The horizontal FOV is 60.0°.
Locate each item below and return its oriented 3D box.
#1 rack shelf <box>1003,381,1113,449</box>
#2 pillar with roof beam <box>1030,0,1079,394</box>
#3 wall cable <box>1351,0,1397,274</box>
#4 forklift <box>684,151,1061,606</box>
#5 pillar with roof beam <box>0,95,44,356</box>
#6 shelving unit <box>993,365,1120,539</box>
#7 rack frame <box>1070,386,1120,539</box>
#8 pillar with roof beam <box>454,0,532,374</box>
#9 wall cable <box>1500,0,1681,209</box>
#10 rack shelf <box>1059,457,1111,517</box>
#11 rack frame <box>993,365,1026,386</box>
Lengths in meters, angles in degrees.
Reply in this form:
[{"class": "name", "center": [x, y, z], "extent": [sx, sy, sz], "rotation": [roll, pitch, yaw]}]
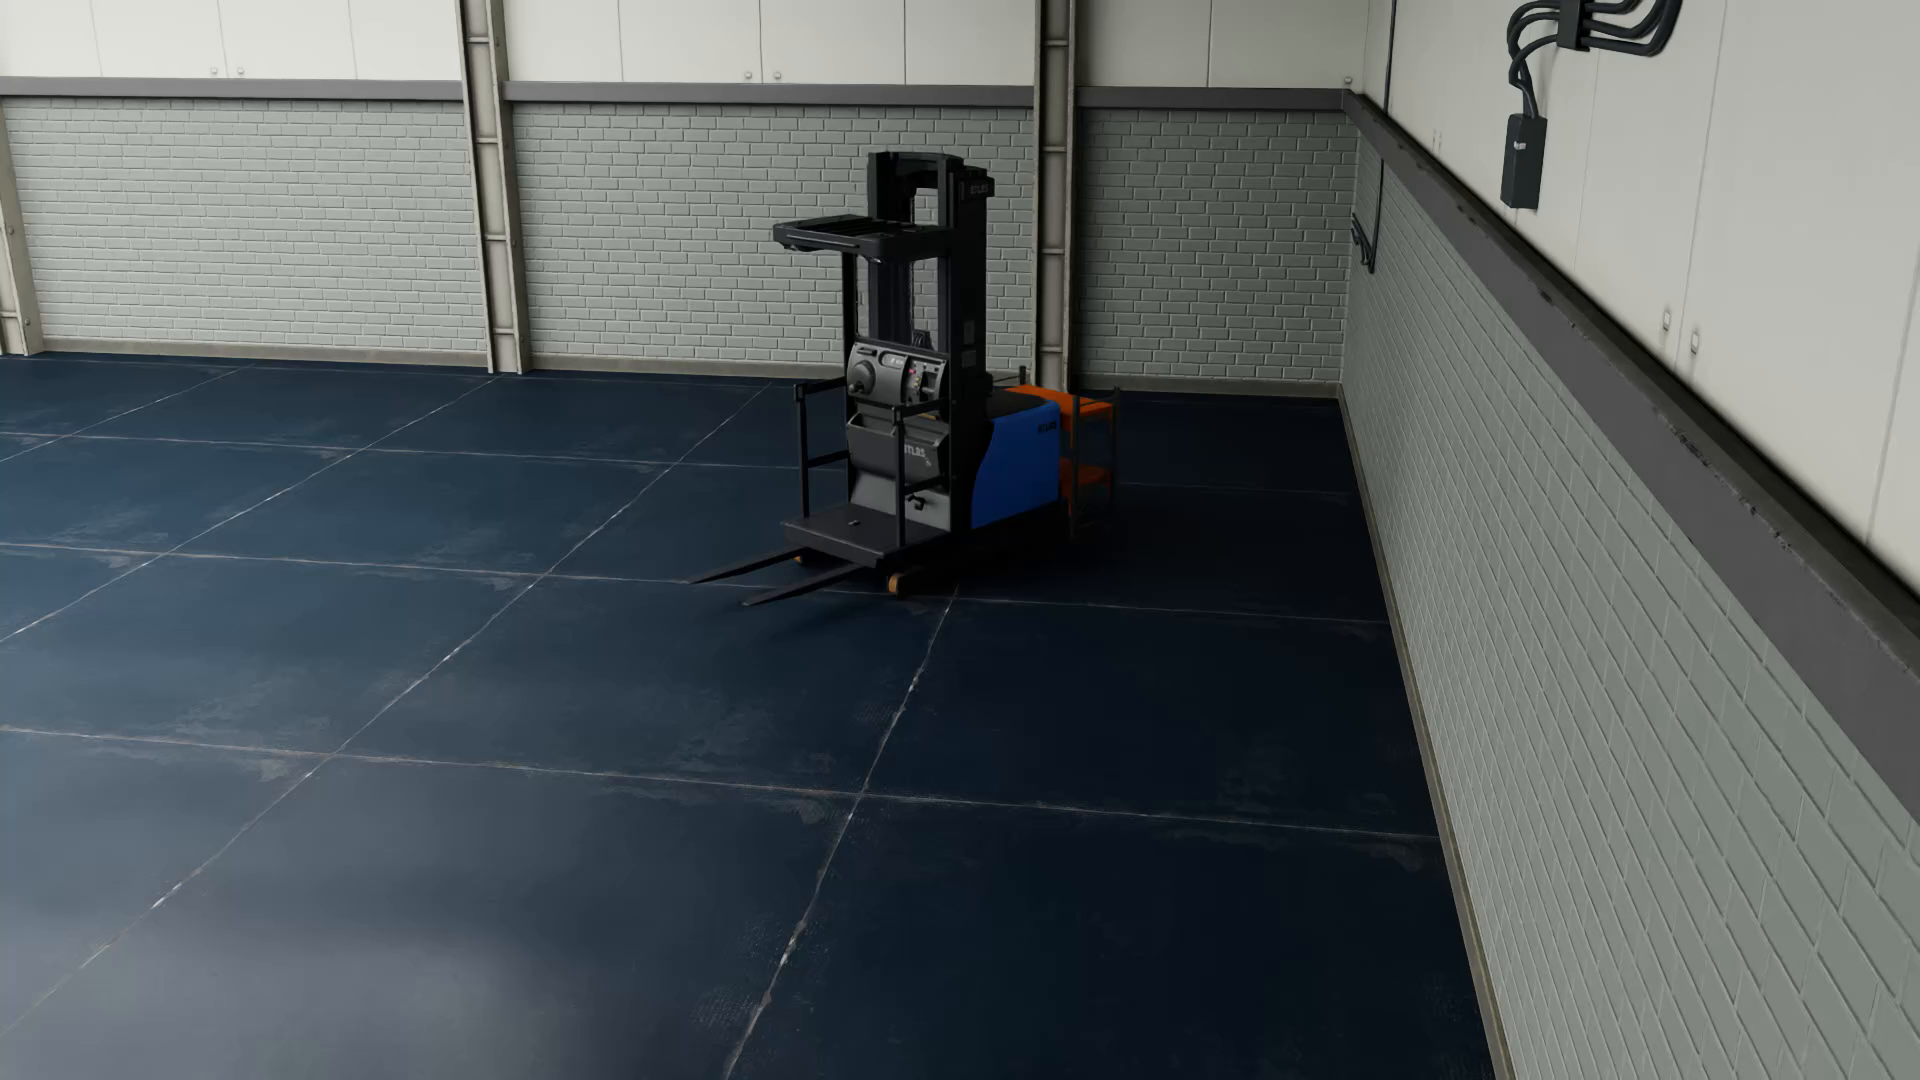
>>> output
[{"class": "rack shelf", "center": [0.690, -0.989, 13.065], "extent": [0.538, 0.278, 1.000], "rotation": [-17, 25, -41]}, {"class": "pillar with roof beam", "center": [0.269, -4.494, 12.053], "extent": [0.400, 9.000, 9.100], "rotation": [3, 19, 9]}, {"class": "wall cable", "center": [3.651, -3.808, 14.896], "extent": [0.112, 2.526, 3.097], "rotation": [3, 19, 9]}, {"class": "forklift", "center": [-0.595, -1.177, 11.701], "extent": [1.130, 2.935, 3.031], "rotation": [16, 25, 40]}, {"class": "pillar with roof beam", "center": [-11.579, -5.098, 13.858], "extent": [0.400, 9.000, 9.100], "rotation": [3, 19, 9]}, {"class": "shelving unit", "center": [0.690, -0.712, 13.157], "extent": [0.538, 1.125, 1.048], "rotation": [-17, 25, -41]}, {"class": "rack frame", "center": [1.040, -0.595, 12.808], "extent": [0.500, 1.125, 0.032], "rotation": [-17, 25, -41]}, {"class": "pillar with roof beam", "center": [-5.655, -4.796, 12.956], "extent": [0.400, 9.000, 9.100], "rotation": [3, 19, 9]}, {"class": "wall cable", "center": [2.129, -3.920, 4.977], "extent": [0.169, 6.003, 2.305], "rotation": [3, 19, 9]}, {"class": "rack shelf", "center": [0.690, -0.480, 13.235], "extent": [0.538, 0.278, 1.000], "rotation": [-17, 25, -41]}, {"class": "rack frame", "center": [0.340, -0.829, 13.507], "extent": [0.500, 1.125, 0.032], "rotation": [-17, 25, -41]}]
